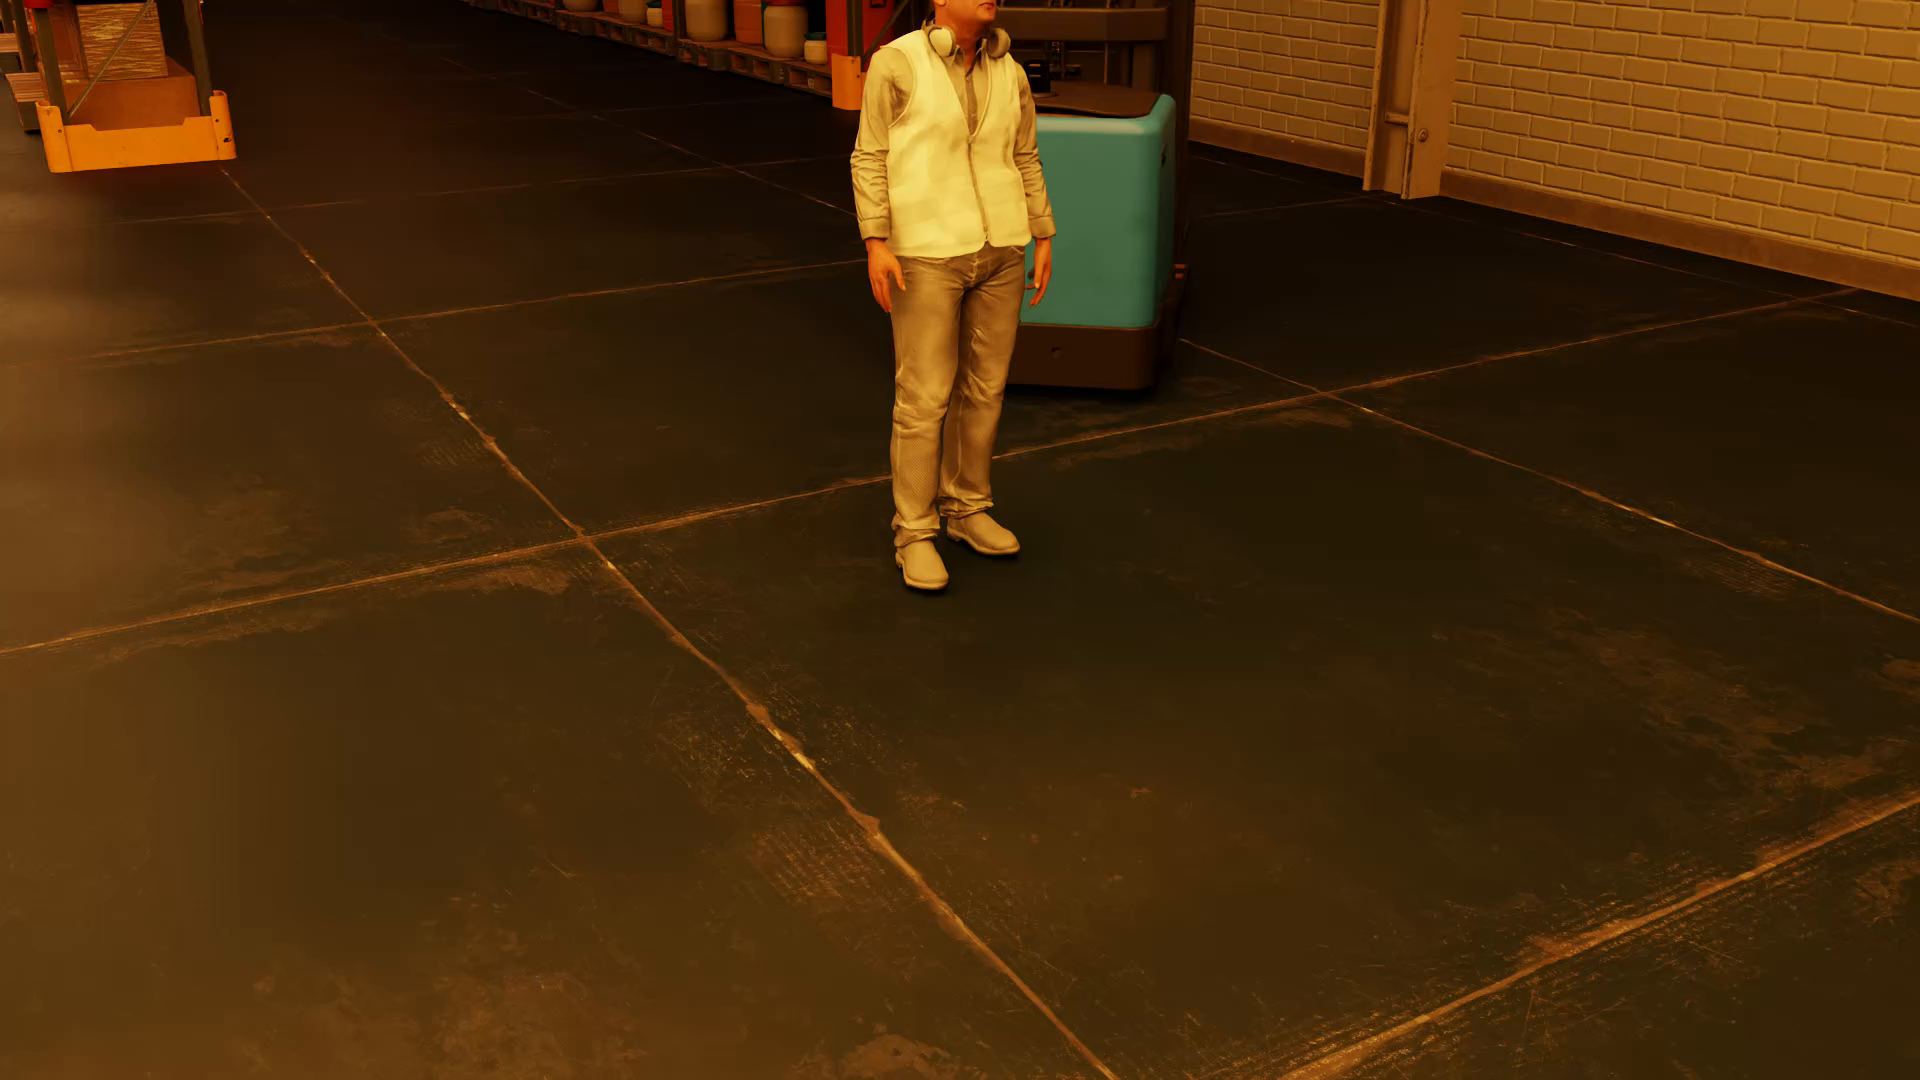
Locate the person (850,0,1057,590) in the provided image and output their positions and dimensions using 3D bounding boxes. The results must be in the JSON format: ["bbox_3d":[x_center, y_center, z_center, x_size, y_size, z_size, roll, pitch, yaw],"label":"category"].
[{"bbox_3d":[0.024,-0.806,4.742,0.632,1.773,0.568,-12,25,-28],"label":"person"}]

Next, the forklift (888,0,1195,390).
[{"bbox_3d":[0.498,-2.455,7.256,1.130,2.935,3.031,4,23,10],"label":"forklift"}]
